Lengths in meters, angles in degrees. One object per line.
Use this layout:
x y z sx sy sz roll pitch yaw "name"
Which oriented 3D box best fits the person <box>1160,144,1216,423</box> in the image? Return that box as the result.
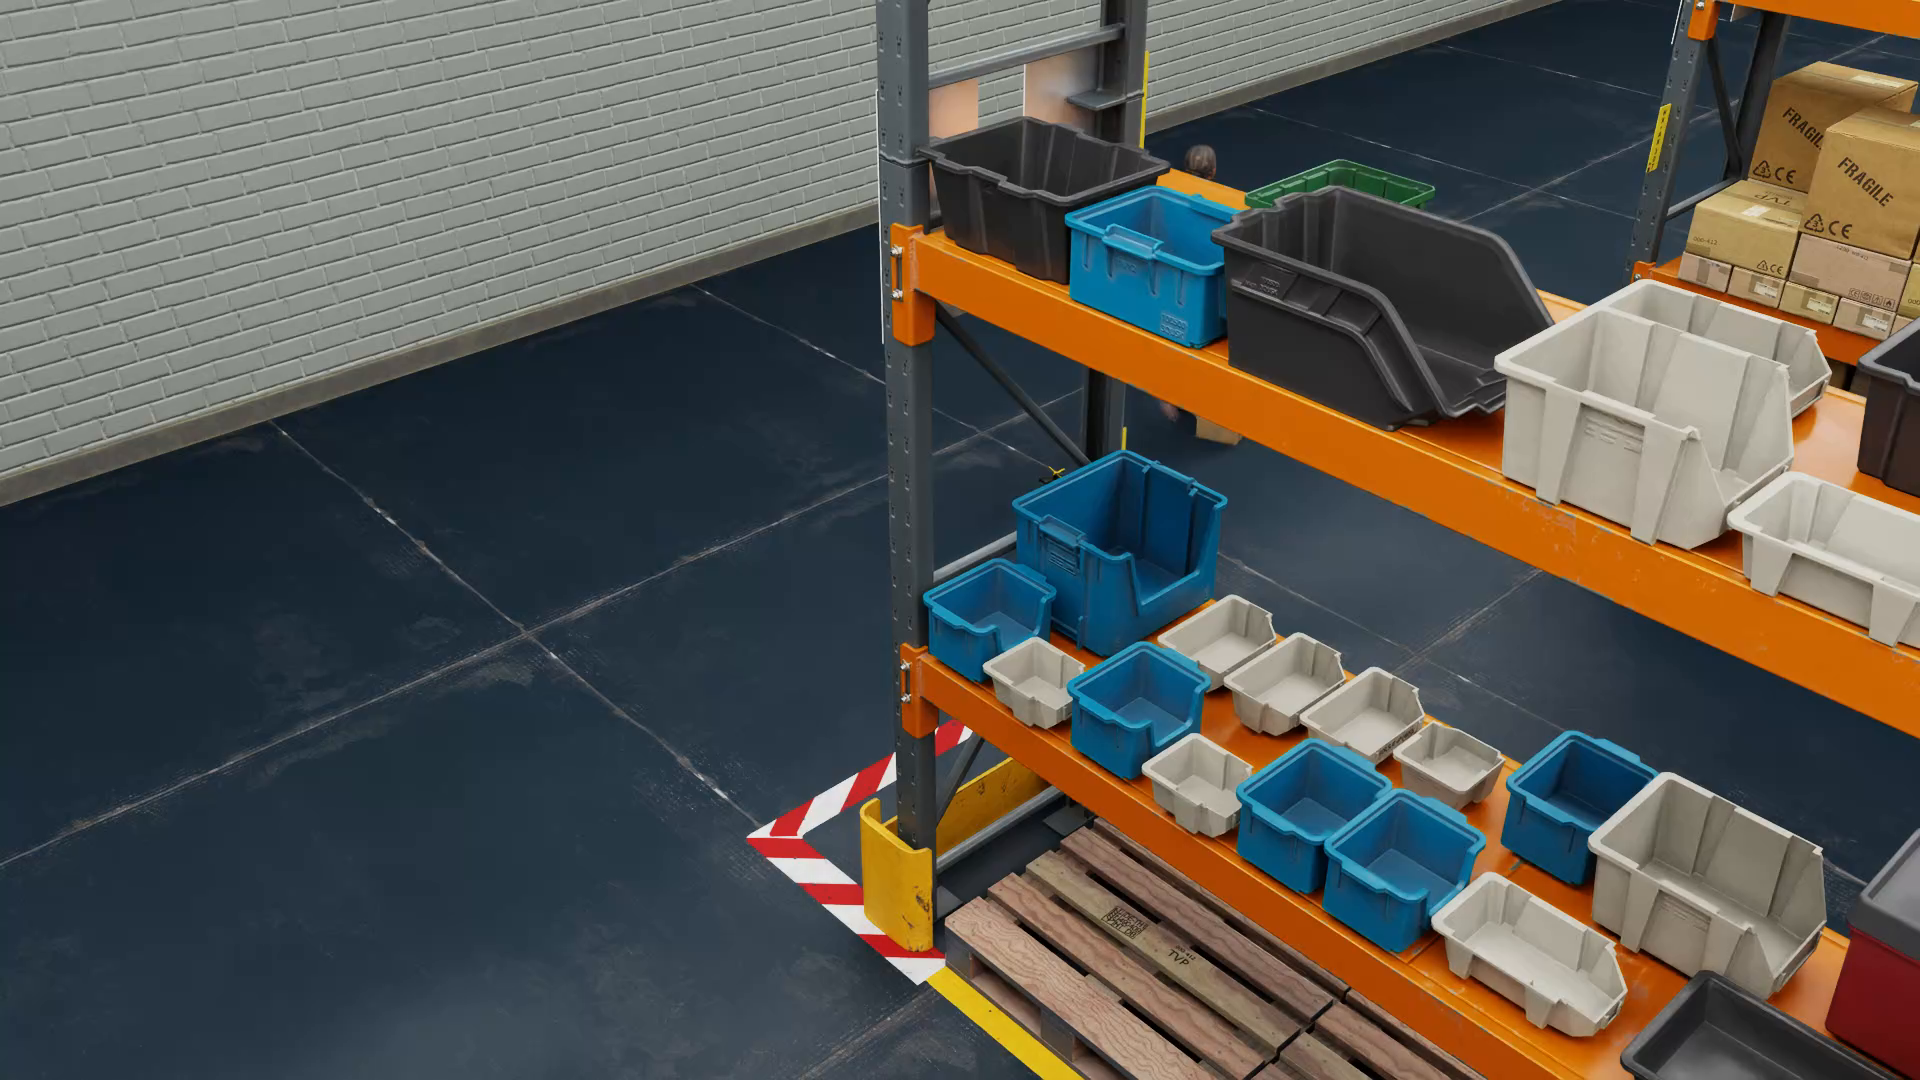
1.309 -1.431 9.410 0.651 1.645 0.447 -27 41 -36 "person"
